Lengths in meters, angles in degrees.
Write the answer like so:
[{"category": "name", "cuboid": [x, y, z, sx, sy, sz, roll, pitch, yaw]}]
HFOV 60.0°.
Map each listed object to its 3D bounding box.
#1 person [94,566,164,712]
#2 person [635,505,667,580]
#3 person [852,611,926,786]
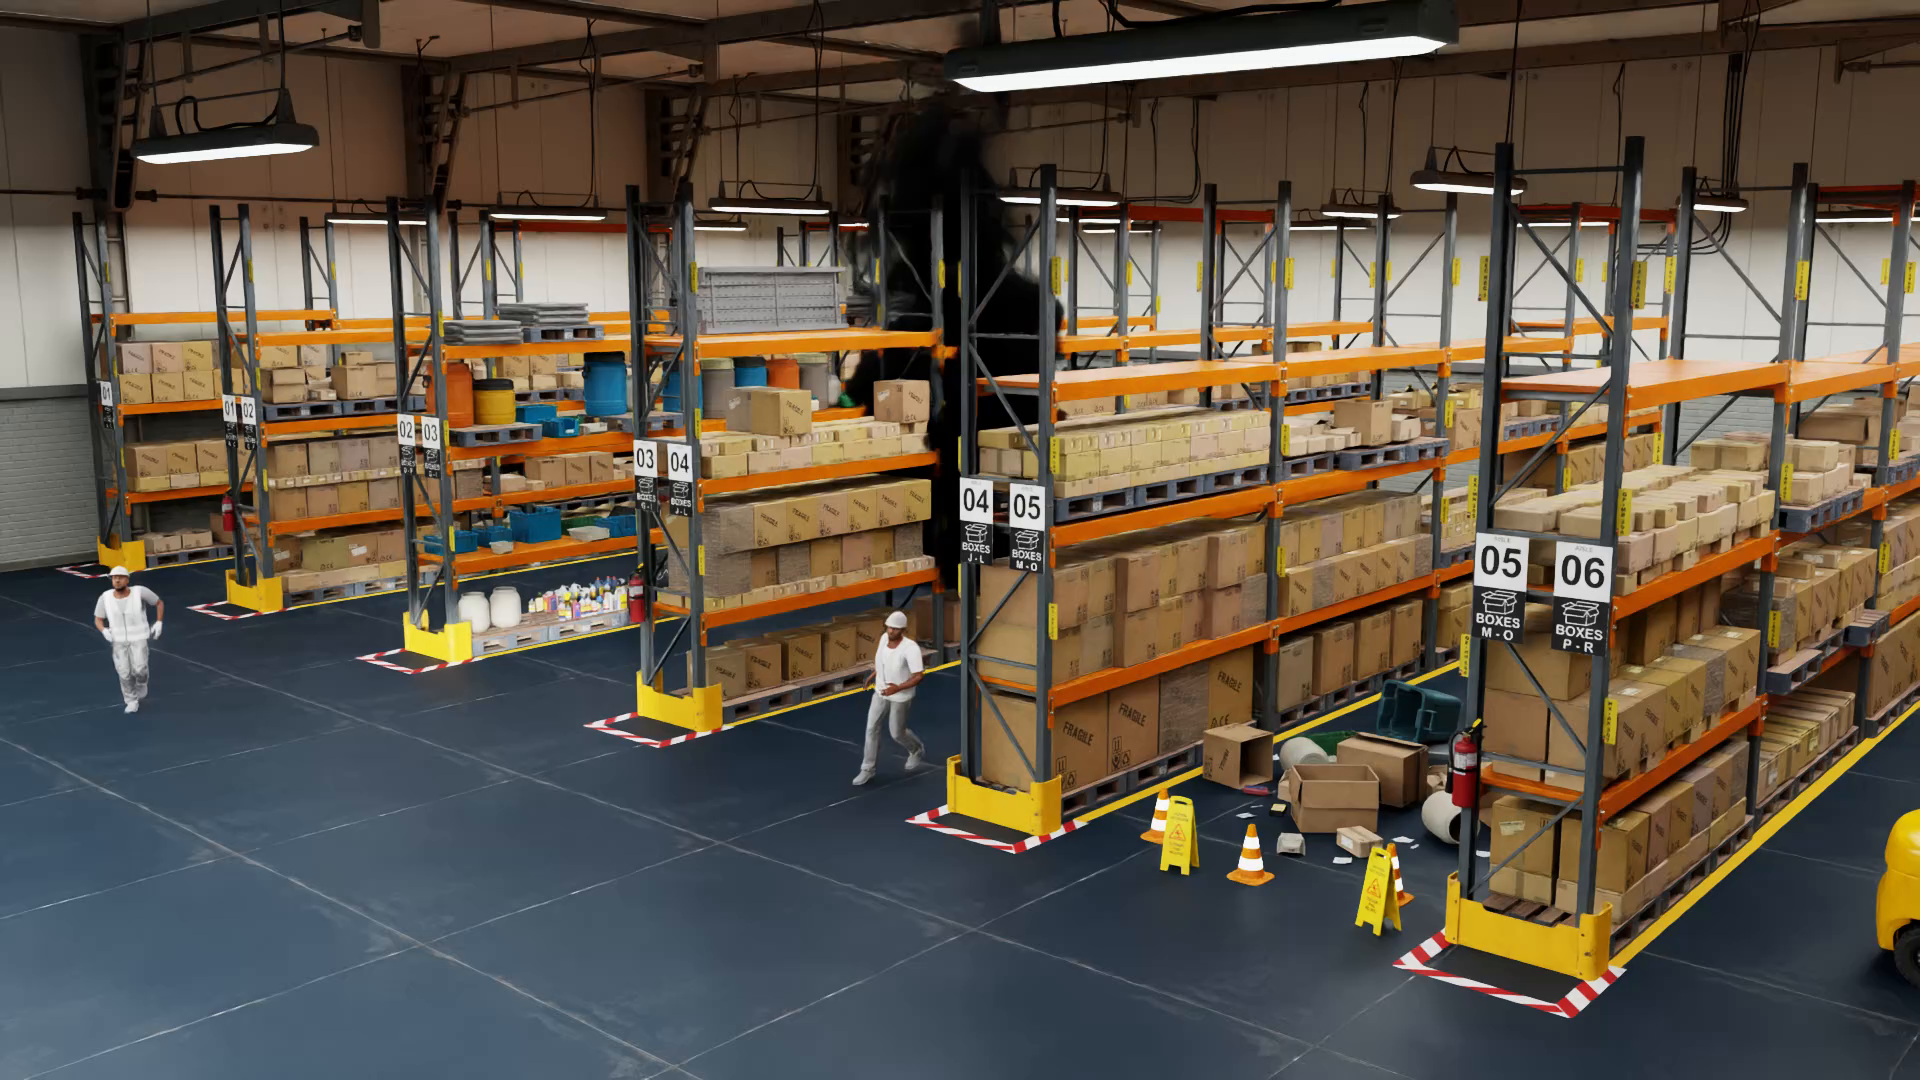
[{"category": "person", "cuboid": [-9.546, 1.154, 19.110, 0.706, 1.731, 0.654, -3, 10, -17]}, {"category": "person", "cuboid": [-4.998, -0.047, 26.689, 0.508, 1.612, 0.815, 6, 11, 33]}, {"category": "person", "cuboid": [-0.639, 1.550, 16.644, 0.747, 1.749, 0.889, 7, 12, 37]}]
